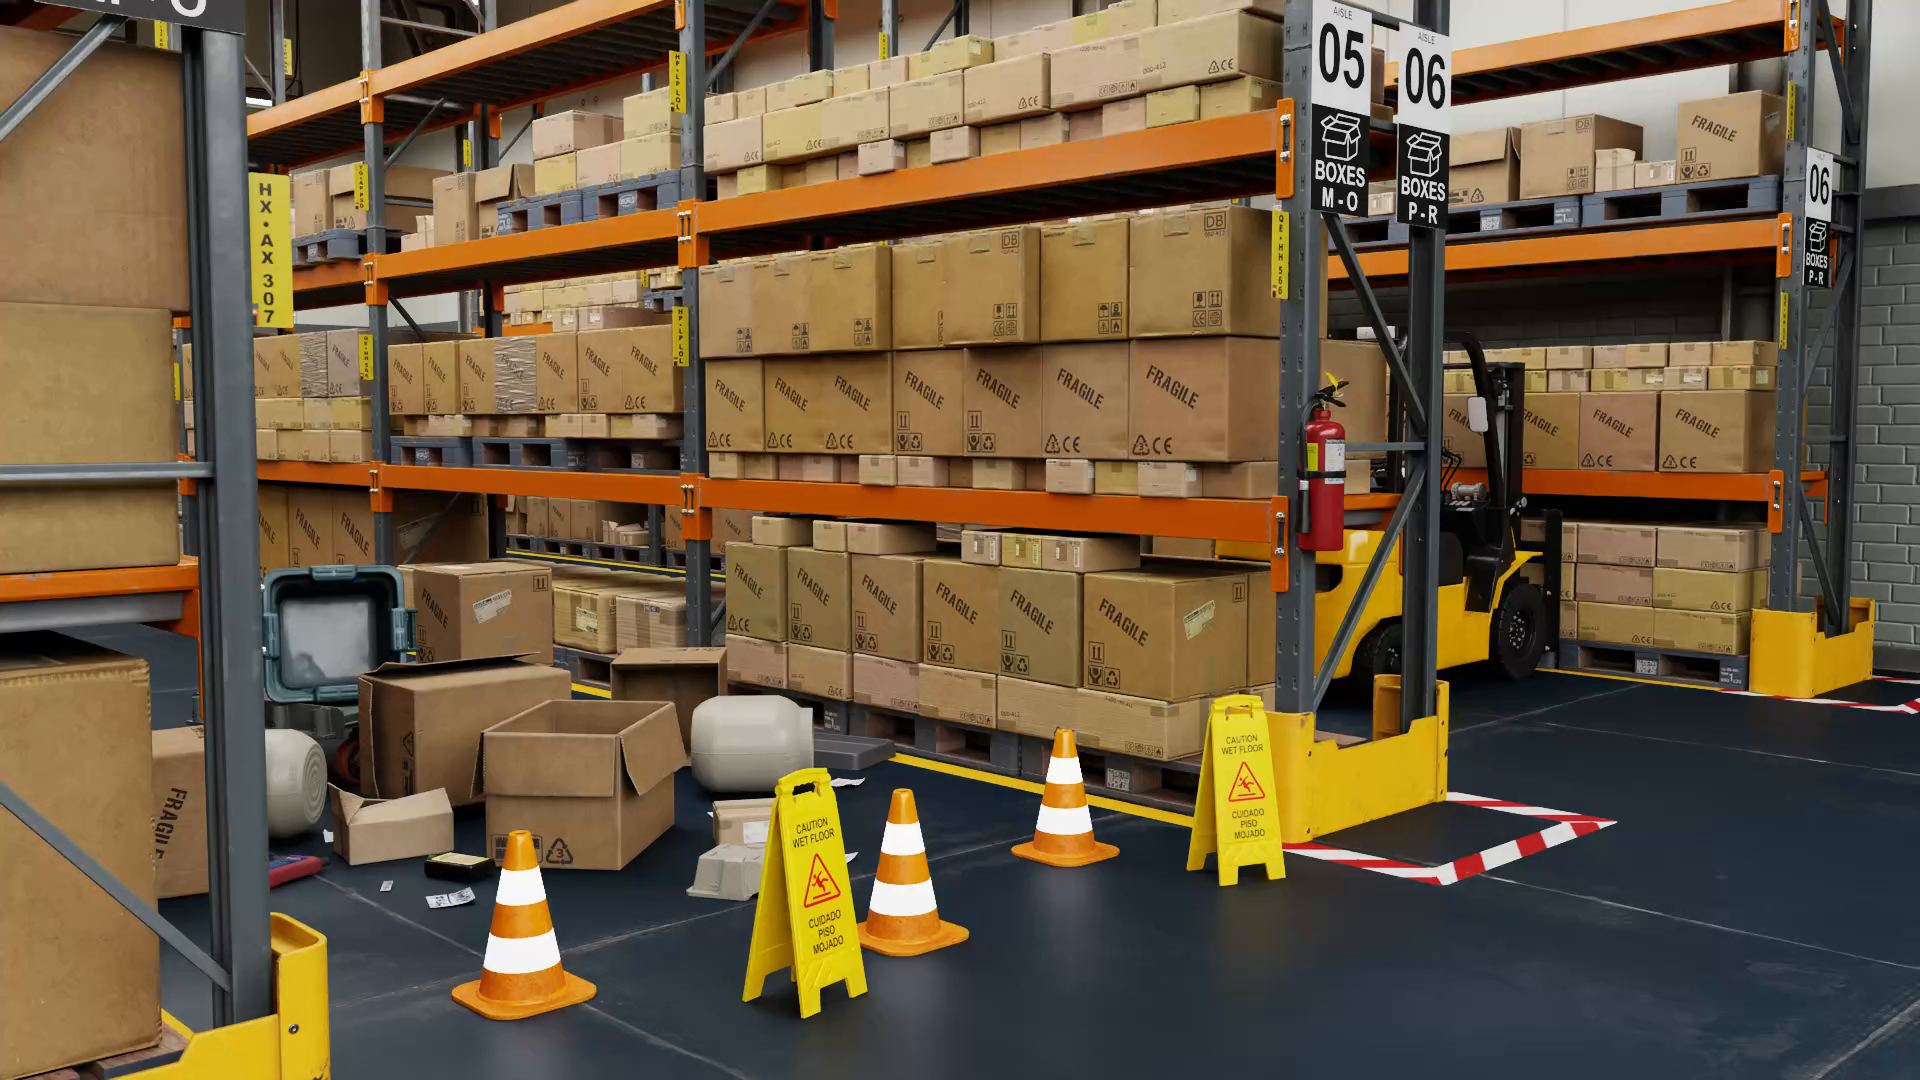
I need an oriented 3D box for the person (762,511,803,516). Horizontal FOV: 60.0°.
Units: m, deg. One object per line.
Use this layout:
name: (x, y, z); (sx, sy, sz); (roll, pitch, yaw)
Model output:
person: (-1.219, -0.037, 11.884); (0.472, 1.631, 0.340); (-4, 5, -43)
